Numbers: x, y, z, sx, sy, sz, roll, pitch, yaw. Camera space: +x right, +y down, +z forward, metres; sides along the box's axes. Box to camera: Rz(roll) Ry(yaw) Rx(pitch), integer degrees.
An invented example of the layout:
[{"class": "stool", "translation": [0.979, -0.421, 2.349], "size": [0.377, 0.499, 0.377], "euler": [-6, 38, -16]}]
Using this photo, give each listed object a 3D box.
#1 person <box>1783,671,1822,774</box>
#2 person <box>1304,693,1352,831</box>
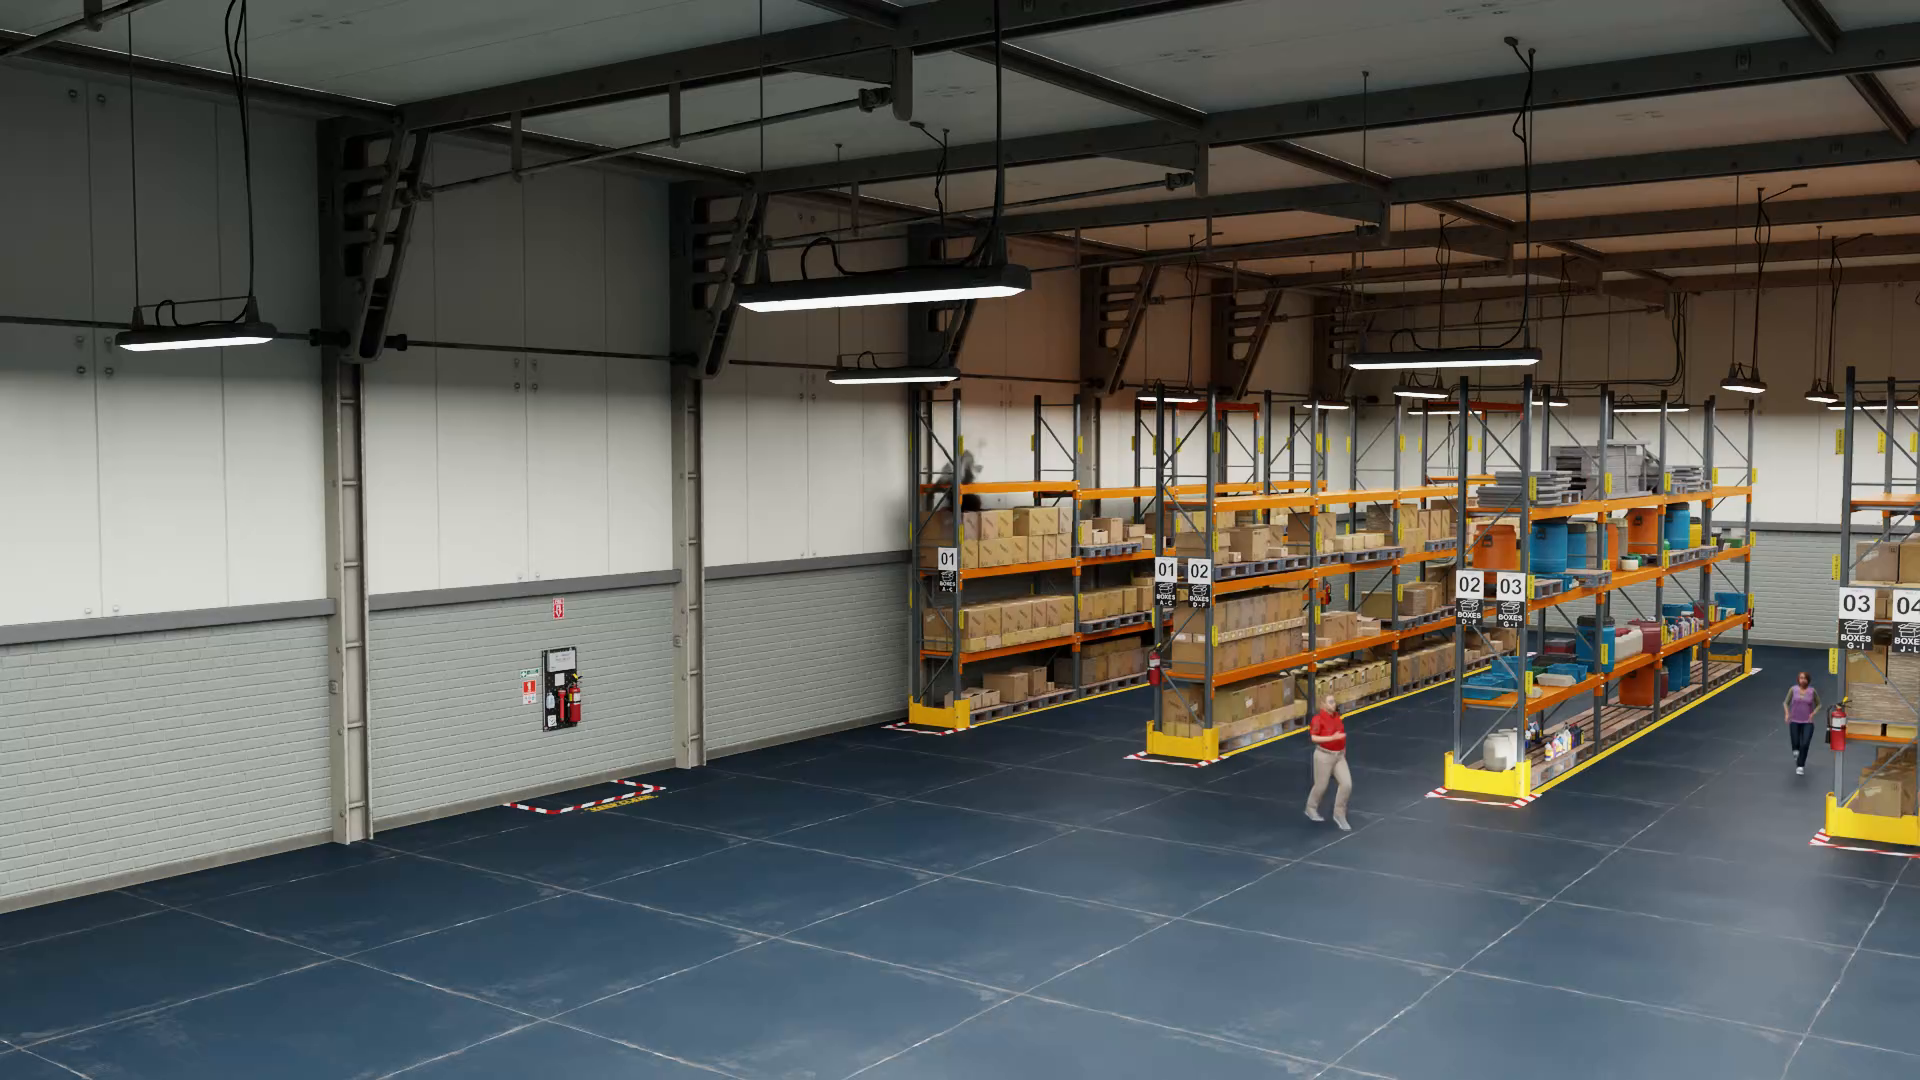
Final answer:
[{"class": "person", "translation": [12.880, 2.783, 25.431], "size": [0.538, 1.557, 0.549], "euler": [2, 4, 28]}, {"class": "person", "translation": [4.837, 2.907, 21.771], "size": [0.640, 1.796, 0.748], "euler": [-2, 4, -29]}]
